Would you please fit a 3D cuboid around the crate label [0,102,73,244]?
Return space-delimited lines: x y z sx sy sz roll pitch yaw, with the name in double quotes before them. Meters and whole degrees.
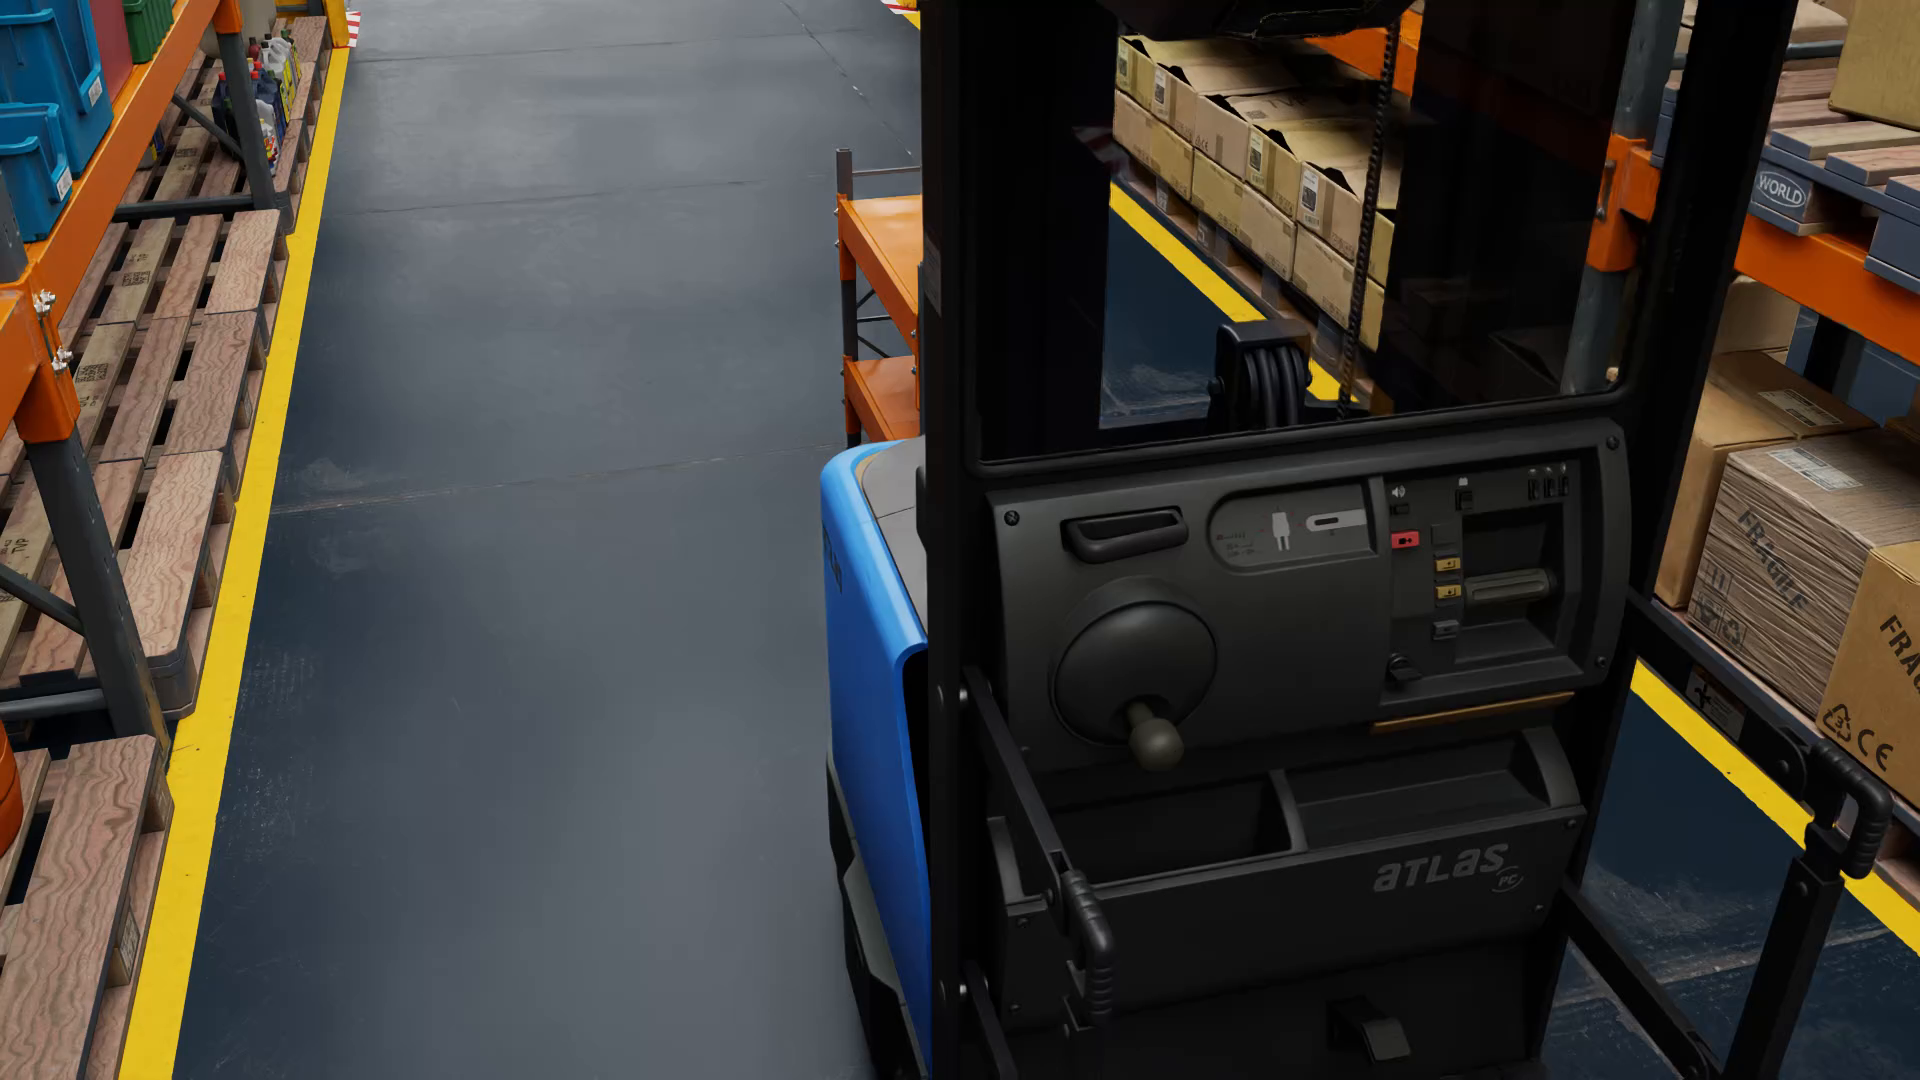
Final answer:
"crate label" -2.268 -0.850 3.892 0.303 0.233 0.416 -8 31 -13

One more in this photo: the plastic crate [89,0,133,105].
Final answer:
"plastic crate" -2.651 -1.518 4.815 0.402 0.464 0.583 -8 31 -13

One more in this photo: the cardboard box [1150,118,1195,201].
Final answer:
"cardboard box" 1.200 -1.775 7.648 0.500 0.250 0.500 -7 31 -12

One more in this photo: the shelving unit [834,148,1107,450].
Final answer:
"shelving unit" 0.002 -0.484 4.963 0.538 1.125 1.048 -8 31 -13

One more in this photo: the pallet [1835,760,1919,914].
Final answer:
"pallet" 2.741 0.834 3.598 1.003 0.211 1.213 -8 31 -13

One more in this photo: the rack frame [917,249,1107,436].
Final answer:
"rack frame" 0.137 -0.238 4.538 0.500 1.125 0.032 -8 31 -13

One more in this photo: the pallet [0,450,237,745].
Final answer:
"pallet" -2.686 0.158 4.766 1.003 0.211 1.213 -8 31 -13

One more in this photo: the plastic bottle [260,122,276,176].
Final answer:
"plastic bottle" -3.241 -1.823 7.690 0.097 0.271 0.097 0 30 0

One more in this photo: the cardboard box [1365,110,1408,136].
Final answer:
"cardboard box" 1.986 -1.600 6.786 0.500 0.311 0.500 -8 31 -14

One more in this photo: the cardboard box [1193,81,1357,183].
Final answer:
"cardboard box" 1.333 -1.768 7.075 0.500 0.311 0.500 -9 31 -15

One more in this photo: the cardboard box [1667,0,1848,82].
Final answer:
"cardboard box" 2.205 -1.469 4.883 0.500 0.311 0.500 -6 31 -10

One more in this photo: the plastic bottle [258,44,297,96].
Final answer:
"plastic bottle" -3.653 -2.524 8.896 0.152 0.276 0.135 -9 31 -15

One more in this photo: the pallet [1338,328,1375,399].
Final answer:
"pallet" 2.078 -0.522 5.941 1.003 0.211 1.213 -8 31 -13

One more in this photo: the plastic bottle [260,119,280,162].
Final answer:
"plastic bottle" -3.295 -1.891 7.877 0.097 0.201 0.097 0 30 0

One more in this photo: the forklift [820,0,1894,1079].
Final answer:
"forklift" 0.555 0.123 2.112 1.130 2.935 3.031 -7 31 -12

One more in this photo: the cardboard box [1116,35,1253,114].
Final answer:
"cardboard box" 1.067 -2.260 7.926 0.500 0.311 0.500 -8 31 -13

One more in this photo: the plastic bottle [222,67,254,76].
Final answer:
"plastic bottle" -3.692 -2.323 8.548 0.152 0.276 0.135 -8 31 -13

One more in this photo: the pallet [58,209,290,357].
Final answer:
"pallet" -3.333 -1.020 6.802 1.003 0.211 1.213 -8 31 -13

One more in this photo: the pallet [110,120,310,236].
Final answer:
"pallet" -3.717 -1.724 8.018 1.003 0.211 1.213 -8 31 -13

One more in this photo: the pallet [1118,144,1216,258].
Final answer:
"pallet" 1.431 -1.701 7.977 1.003 0.211 1.213 -8 31 -13

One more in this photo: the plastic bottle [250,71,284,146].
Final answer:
"plastic bottle" -3.393 -2.090 8.072 0.144 0.351 0.185 -7 31 -12

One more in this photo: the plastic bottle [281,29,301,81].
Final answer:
"plastic bottle" -3.682 -2.665 9.133 0.061 0.283 0.133 -7 31 -12

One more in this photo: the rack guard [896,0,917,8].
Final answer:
"rack guard" 0.130 -4.120 11.869 1.175 0.500 0.348 -8 31 -13

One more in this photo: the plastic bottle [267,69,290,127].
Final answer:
"plastic bottle" -3.447 -2.238 8.394 0.061 0.283 0.133 -6 31 -11

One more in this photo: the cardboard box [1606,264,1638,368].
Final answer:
"cardboard box" 1.883 -0.781 5.371 0.500 0.311 0.500 -7 31 -12

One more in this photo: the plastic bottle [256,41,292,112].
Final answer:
"plastic bottle" -3.556 -2.387 8.584 0.144 0.351 0.185 -8 31 -14

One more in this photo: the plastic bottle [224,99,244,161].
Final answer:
"plastic bottle" -3.456 -1.966 7.925 0.061 0.283 0.133 -8 31 -13

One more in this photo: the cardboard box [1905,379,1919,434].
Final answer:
"cardboard box" 2.753 -0.312 4.102 0.500 0.250 0.500 -7 31 -11

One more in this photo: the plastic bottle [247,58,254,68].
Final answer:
"plastic bottle" -3.769 -2.466 8.870 0.097 0.201 0.097 0 30 0

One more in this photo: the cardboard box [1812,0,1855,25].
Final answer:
"cardboard box" 5.659 -3.523 10.399 0.500 0.500 0.500 -10 32 -17

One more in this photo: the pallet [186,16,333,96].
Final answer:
"pallet" -4.365 -2.903 10.054 1.003 0.211 1.213 -8 31 -13

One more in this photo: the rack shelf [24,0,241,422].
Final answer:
"rack shelf" -3.048 -1.324 5.261 1.077 0.370 4.000 -8 31 -13

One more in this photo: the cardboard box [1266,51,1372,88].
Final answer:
"cardboard box" 1.726 -2.085 7.623 0.500 0.311 0.500 -7 31 -12

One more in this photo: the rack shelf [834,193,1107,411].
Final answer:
"rack shelf" 0.002 -0.737 4.816 0.538 0.278 1.000 -8 31 -13

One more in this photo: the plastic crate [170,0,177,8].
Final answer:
"plastic crate" -2.986 -2.103 5.905 0.392 0.384 0.575 -8 31 -13

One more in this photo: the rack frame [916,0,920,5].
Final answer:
"rack frame" 0.136 -5.190 11.222 1.000 3.000 0.127 -8 31 -13

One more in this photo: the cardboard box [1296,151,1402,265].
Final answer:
"cardboard box" 1.607 -1.275 6.225 0.500 0.311 0.500 -8 31 -14

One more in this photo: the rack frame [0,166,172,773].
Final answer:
"rack frame" -2.517 -0.669 3.412 1.000 3.000 0.127 -8 31 -13

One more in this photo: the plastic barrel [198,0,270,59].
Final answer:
"plastic barrel" -4.259 -3.088 9.656 0.421 0.512 0.421 0 30 0

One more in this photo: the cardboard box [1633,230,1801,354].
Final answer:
"cardboard box" 2.403 -0.853 5.494 0.500 0.311 0.500 -7 31 -12

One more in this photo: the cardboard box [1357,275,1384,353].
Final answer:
"cardboard box" 1.744 -0.788 5.943 0.500 0.250 0.500 -8 31 -14

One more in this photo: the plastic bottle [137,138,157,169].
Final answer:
"plastic bottle" -3.889 -1.937 7.808 0.144 0.351 0.185 -8 31 -13

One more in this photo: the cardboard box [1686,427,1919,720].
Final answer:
"cardboard box" 2.249 0.075 4.182 0.500 0.500 0.500 -9 31 -15

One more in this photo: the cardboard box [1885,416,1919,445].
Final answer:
"cardboard box" 2.734 -0.014 4.336 0.500 0.500 0.500 -7 31 -11

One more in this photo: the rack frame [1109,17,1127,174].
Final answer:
"rack frame" 1.198 -3.258 7.885 1.000 3.000 0.127 -8 31 -13

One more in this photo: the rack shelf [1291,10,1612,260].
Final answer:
"rack shelf" 1.728 -1.981 6.396 1.077 0.370 4.000 -8 31 -13

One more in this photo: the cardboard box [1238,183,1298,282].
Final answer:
"cardboard box" 1.474 -1.279 6.792 0.500 0.250 0.500 -7 31 -12
